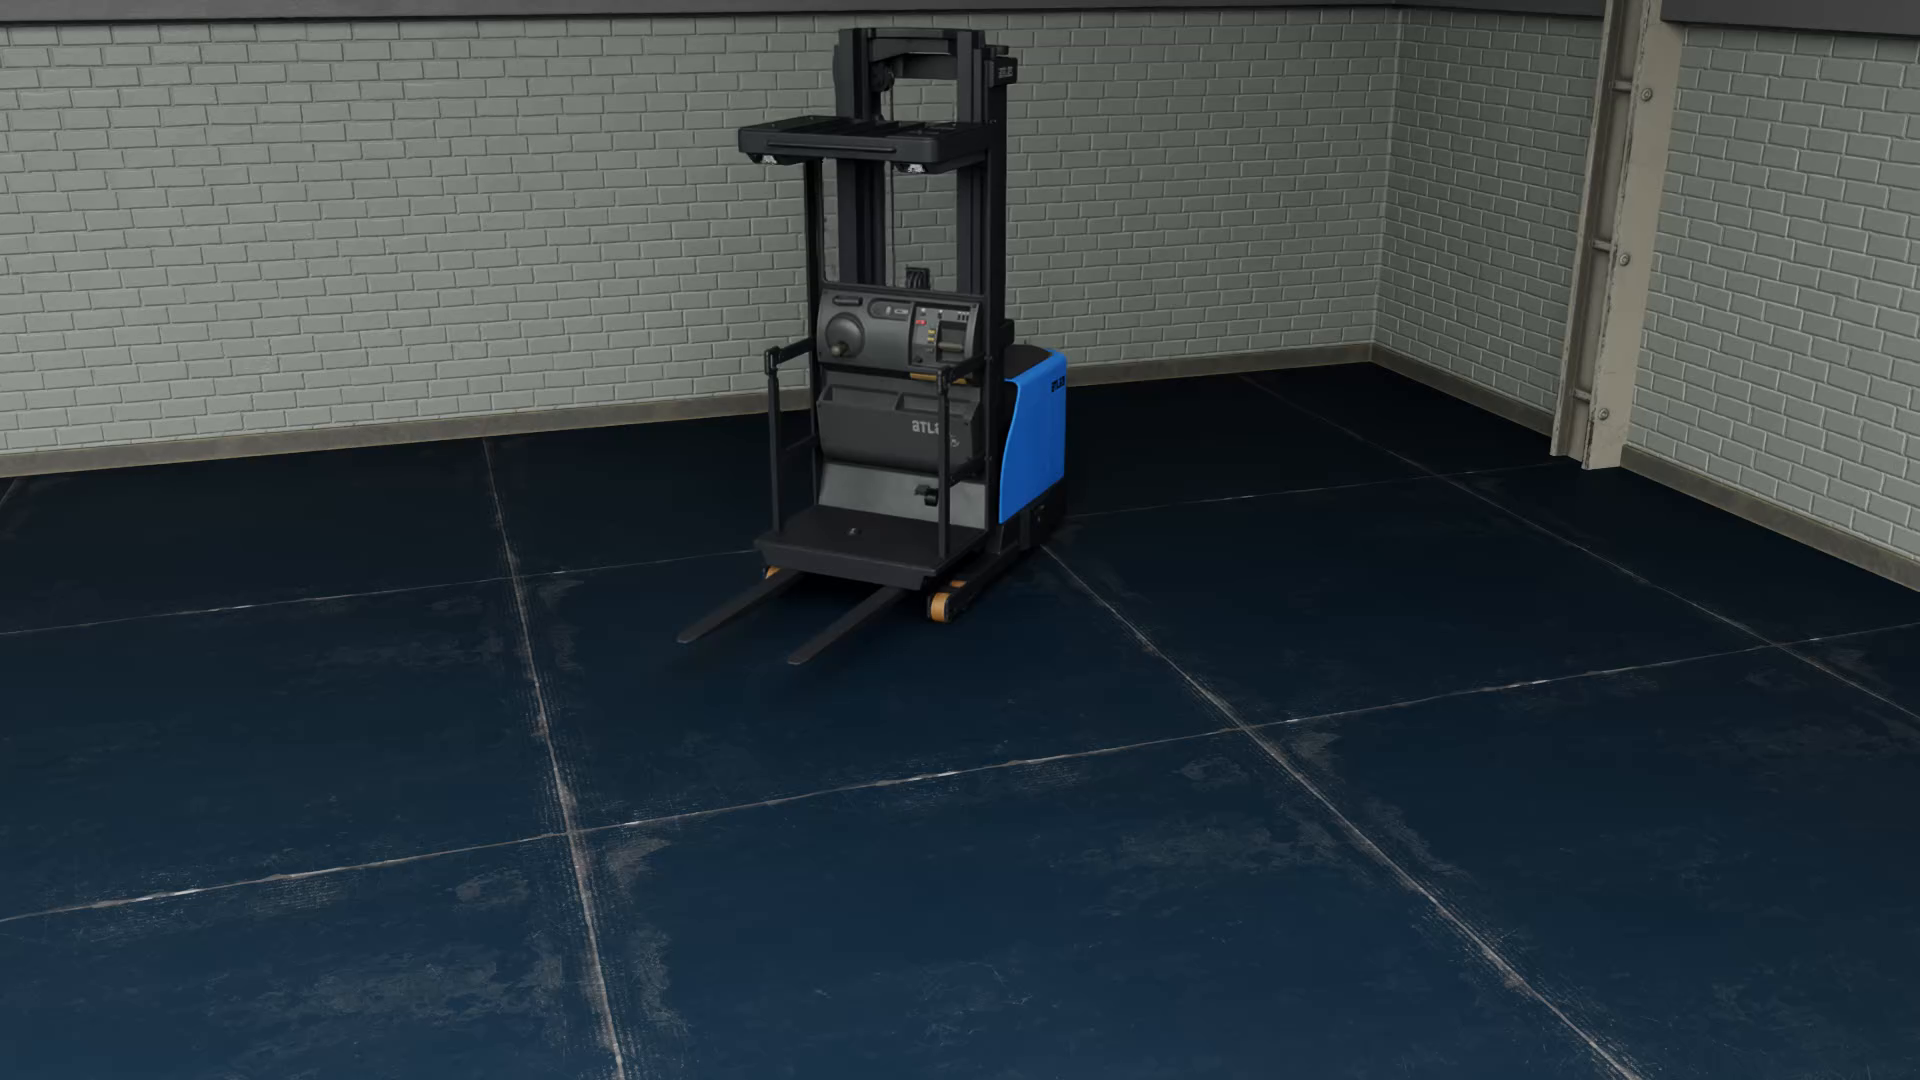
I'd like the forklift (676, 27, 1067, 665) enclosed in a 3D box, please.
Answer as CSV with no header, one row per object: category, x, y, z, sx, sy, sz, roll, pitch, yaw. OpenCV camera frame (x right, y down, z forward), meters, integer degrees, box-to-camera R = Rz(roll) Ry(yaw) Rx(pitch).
forklift,-0.422,-1.108,8.666,1.130,2.935,3.031,9,22,23

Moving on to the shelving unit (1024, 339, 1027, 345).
shelving unit,0.255,-0.732,10.399,0.252,1.050,0.215,10,22,28

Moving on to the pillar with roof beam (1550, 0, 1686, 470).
pillar with roof beam,0.227,-4.332,8.664,9.100,9.000,0.400,-6,21,-17

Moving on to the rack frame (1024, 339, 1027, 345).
rack frame,0.361,-0.713,10.342,0.008,1.050,0.200,10,22,28
